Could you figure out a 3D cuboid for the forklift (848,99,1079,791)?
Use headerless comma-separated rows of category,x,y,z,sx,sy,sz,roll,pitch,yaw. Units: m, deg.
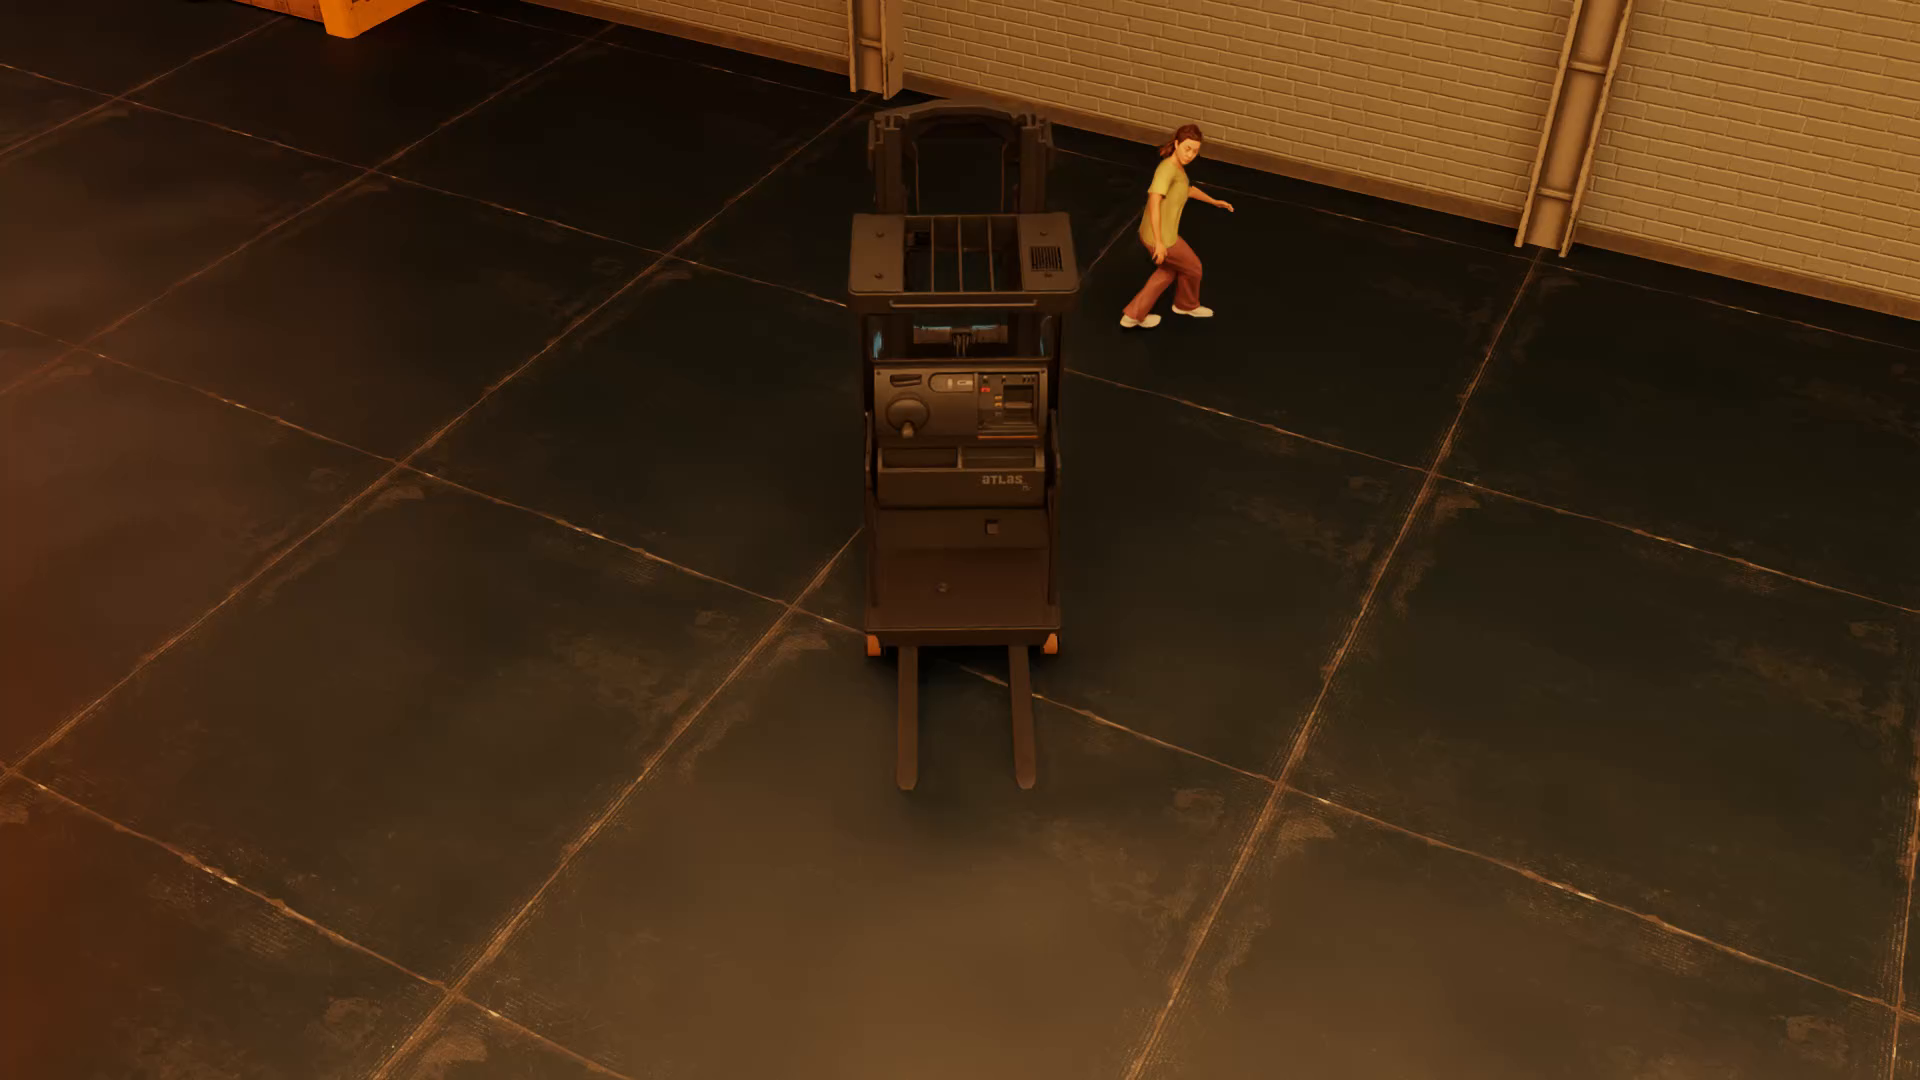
forklift,0.011,-0.663,8.774,1.130,2.935,3.031,-1,40,-1

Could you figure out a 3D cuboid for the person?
person,1.540,-2.113,11.599,0.769,1.549,0.726,-5,40,-5
